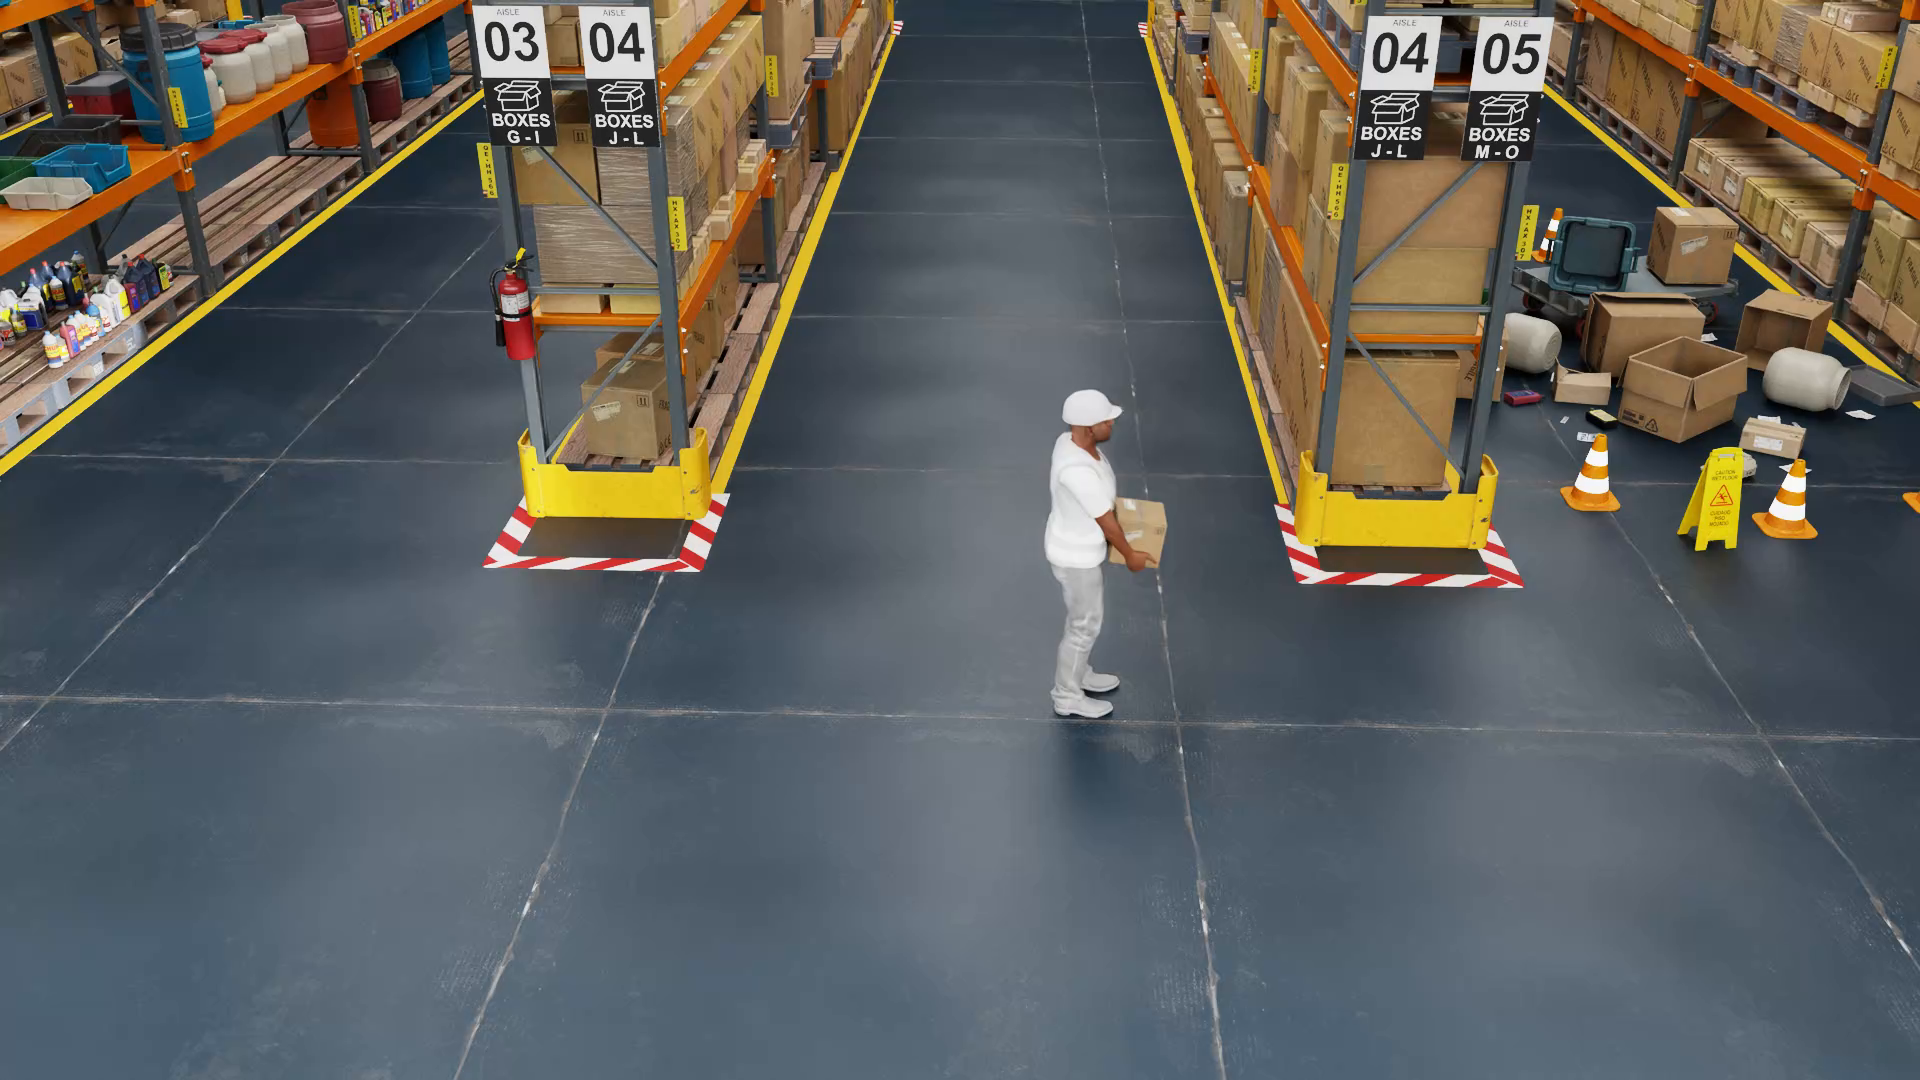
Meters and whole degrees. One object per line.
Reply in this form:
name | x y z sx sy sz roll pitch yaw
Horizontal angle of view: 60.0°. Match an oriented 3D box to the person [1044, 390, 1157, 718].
person | 0.712 0.058 8.488 0.563 1.763 0.505 1 28 1
